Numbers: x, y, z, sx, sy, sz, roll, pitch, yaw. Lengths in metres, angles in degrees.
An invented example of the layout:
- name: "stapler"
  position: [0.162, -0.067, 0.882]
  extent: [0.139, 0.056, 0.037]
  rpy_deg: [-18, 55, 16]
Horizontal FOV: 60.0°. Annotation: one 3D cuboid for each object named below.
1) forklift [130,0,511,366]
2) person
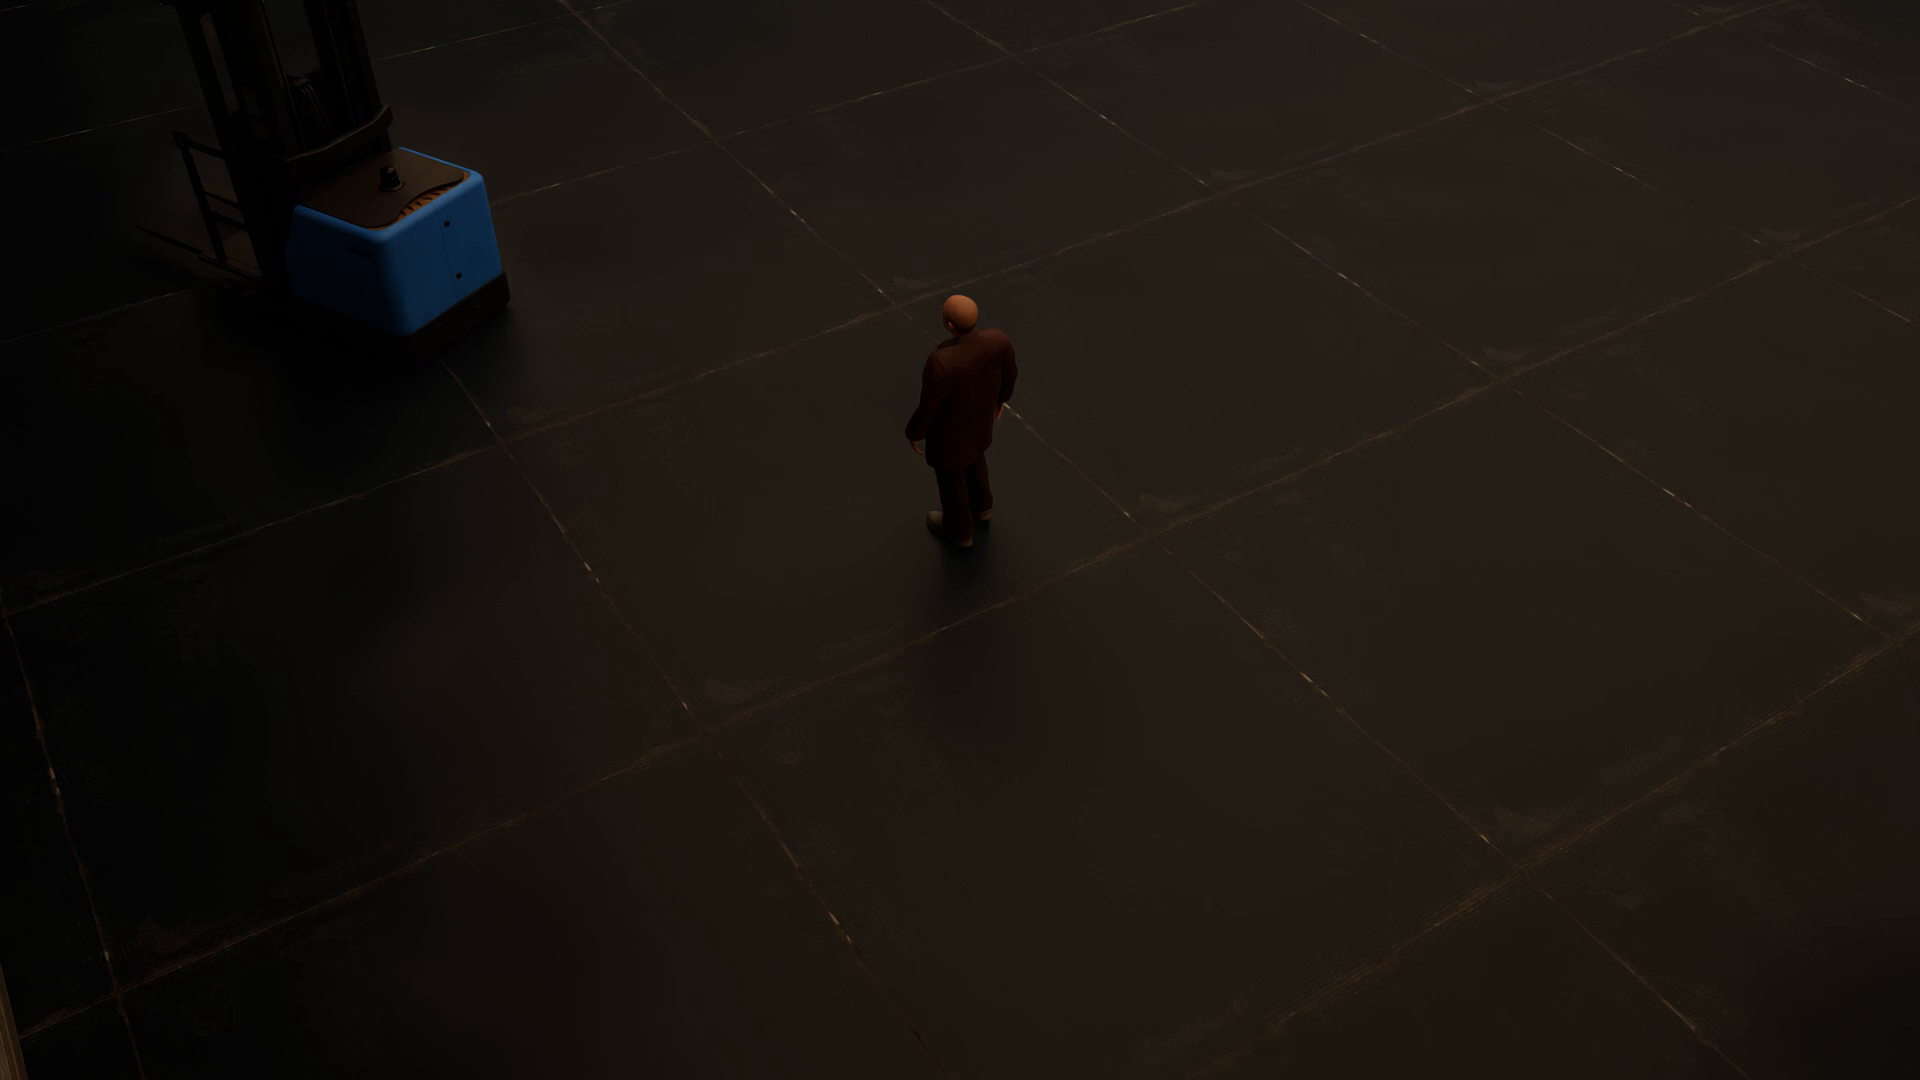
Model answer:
- name: "forklift"
  position: [-4.767, -3.015, 11.321]
  extent: [3.031, 2.935, 1.130]
  rpy_deg: [21, 45, 22]
- name: "person"
  position: [-0.045, -0.727, 9.568]
  extent: [0.696, 1.775, 0.583]
  rpy_deg: [-23, 46, -24]
